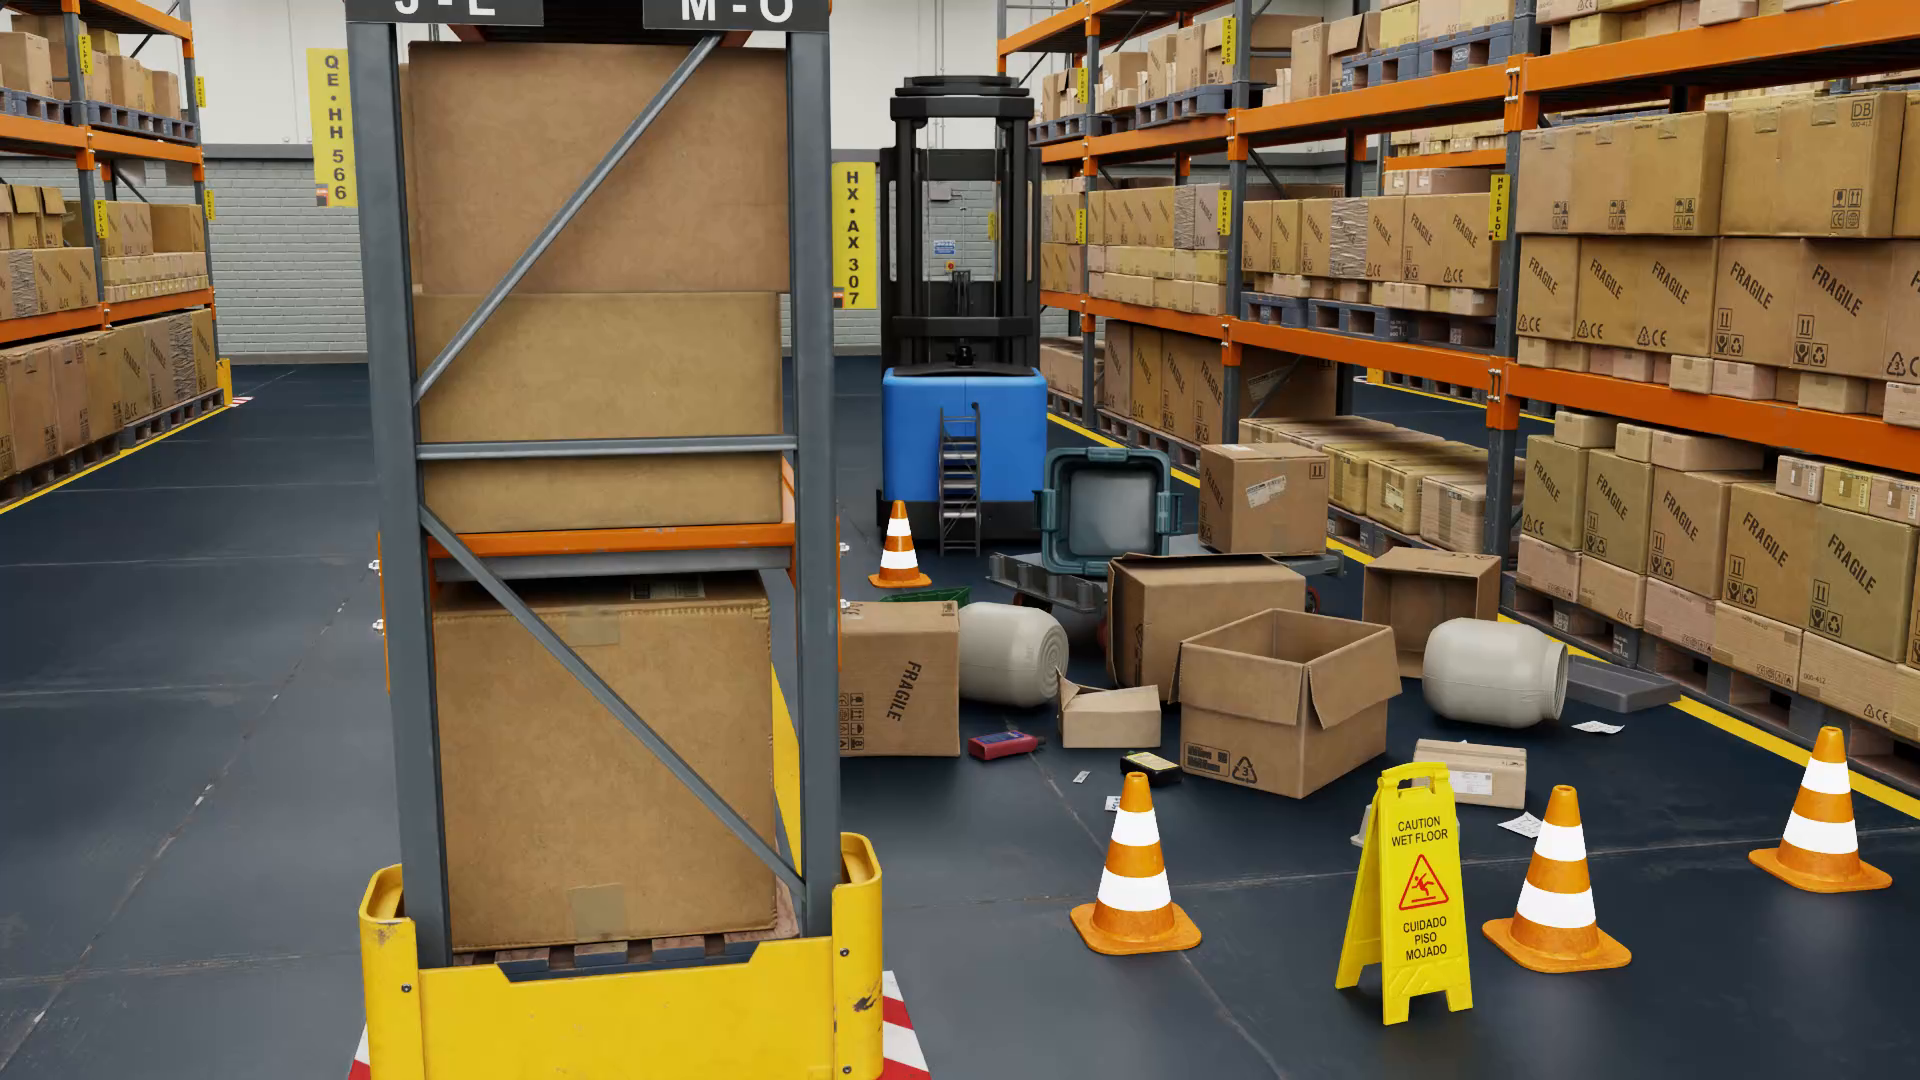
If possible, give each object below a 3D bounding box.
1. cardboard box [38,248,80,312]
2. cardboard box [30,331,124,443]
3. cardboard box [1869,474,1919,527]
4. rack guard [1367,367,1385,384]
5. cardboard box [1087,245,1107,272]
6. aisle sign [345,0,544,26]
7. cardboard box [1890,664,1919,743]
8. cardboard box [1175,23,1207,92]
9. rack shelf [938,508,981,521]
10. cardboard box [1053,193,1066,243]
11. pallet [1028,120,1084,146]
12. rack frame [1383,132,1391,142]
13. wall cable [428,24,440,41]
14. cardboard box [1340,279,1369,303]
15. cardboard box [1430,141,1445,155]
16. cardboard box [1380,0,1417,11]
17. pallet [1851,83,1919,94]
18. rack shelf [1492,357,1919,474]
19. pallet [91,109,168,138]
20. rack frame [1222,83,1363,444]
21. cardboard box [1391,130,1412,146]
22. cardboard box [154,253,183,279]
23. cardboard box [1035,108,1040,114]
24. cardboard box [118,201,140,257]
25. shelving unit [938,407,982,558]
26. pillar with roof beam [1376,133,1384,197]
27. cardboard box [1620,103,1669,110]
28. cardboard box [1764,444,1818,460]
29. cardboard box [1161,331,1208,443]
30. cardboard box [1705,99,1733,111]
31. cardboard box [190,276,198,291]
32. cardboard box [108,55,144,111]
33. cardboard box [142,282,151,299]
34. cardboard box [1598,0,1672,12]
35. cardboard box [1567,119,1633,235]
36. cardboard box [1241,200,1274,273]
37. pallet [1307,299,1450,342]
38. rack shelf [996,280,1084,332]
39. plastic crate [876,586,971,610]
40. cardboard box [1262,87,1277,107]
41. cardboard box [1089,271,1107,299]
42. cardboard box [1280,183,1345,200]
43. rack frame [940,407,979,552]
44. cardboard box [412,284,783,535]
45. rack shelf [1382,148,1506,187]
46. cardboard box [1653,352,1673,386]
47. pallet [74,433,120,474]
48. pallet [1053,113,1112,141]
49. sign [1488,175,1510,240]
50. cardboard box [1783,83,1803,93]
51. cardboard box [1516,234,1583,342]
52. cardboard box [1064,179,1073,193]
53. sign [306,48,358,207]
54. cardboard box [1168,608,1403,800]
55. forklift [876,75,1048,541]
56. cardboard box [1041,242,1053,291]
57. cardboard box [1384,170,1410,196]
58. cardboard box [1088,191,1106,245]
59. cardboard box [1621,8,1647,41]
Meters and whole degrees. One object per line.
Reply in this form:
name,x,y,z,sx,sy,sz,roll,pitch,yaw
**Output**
cardboard box,-7.555,-2.124,13.568,0.500,0.500,0.500,-2,11,-9
cardboard box,-7.859,-1.288,14.000,1.225,0.875,0.875,-2,11,-11
cardboard box,3.502,-0.146,5.934,0.380,0.149,0.250,-2,11,-9
rack guard,5.822,-2.275,21.314,1.175,0.500,0.348,-2,11,-11
cardboard box,1.526,-2.683,15.837,0.500,0.250,0.500,-2,11,-13
aisle sign,-1.065,-1.456,3.372,0.394,0.787,0.004,-2,11,-11
cardboard box,3.625,0.600,5.752,0.500,0.250,0.500,-2,11,-11
cardboard box,2.116,-3.772,13.081,0.700,0.500,0.500,-3,11,-14
rack shelf,-0.001,-0.143,10.182,0.258,0.077,0.200,0,11,-1
cardboard box,1.264,-3.313,17.137,0.500,0.500,0.500,-2,11,-12
pallet,1.335,-4.406,18.039,1.003,0.211,1.213,-2,11,-11
rack frame,5.807,-6.464,20.593,1.000,3.000,0.127,-2,11,-11
wall cable,-6.500,-8.666,23.554,2.277,5.999,0.120,-2,11,-11
cardboard box,2.643,-1.587,10.562,0.380,0.149,0.250,-2,11,-9
cardboard box,5.757,-4.608,19.536,0.380,0.149,0.250,-2,11,-11
cardboard box,2.815,-3.275,9.799,0.500,0.250,0.500,-2,11,-10
pallet,7.583,-3.310,12.545,1.213,0.211,1.003,-2,11,-8
rack shelf,3.662,-0.415,6.778,1.077,0.370,4.000,-2,11,-11
pallet,-8.386,-4.046,16.145,1.003,0.211,1.213,-2,11,-11
rack frame,2.495,-1.869,12.493,1.000,3.000,0.127,-2,11,-11
cardboard box,5.626,-4.972,20.379,0.500,0.250,0.500,-2,11,-12
cardboard box,-8.230,-2.783,16.899,0.500,0.250,0.500,-3,11,-13
cardboard box,1.115,-4.912,19.470,0.500,0.250,0.500,-3,11,-16
cardboard box,-7.934,-2.871,15.356,0.500,0.500,0.500,-2,11,-11
shelving unit,-0.001,-0.353,10.142,0.258,0.900,0.210,0,11,-1
pillar with roof beam,1.944,-6.835,22.540,9.100,9.000,0.400,-2,11,-11
cardboard box,6.454,-4.133,15.646,0.380,0.149,0.250,-2,11,-12
cardboard box,3.752,-0.167,7.777,0.500,0.500,0.500,-2,11,-10
cardboard box,2.273,-1.325,14.194,0.875,0.875,0.875,-2,11,-10
cardboard box,6.829,-3.719,14.593,0.500,0.250,0.500,-2,11,-11
cardboard box,-8.289,-2.705,17.558,0.380,0.149,0.250,-2,11,-11
cardboard box,-8.277,-4.361,15.908,0.700,0.500,0.500,-2,11,-9
cardboard box,-7.941,-2.377,15.832,0.380,0.149,0.250,-2,11,-12
cardboard box,3.200,-2.496,7.373,0.500,0.250,0.500,-2,11,-11
cardboard box,3.224,-1.639,7.546,0.700,0.500,0.500,-2,11,-11
cardboard box,2.356,-2.179,11.938,0.500,0.500,0.500,-2,11,-13
pallet,2.920,-1.413,10.611,1.003,0.211,1.213,-2,11,-11
rack shelf,1.328,-2.616,18.342,1.077,0.370,4.000,-2,11,-11
plastic crate,-0.244,0.401,7.936,0.450,0.188,0.662,-7,8,20
cardboard box,2.390,-3.155,11.900,0.380,0.149,0.250,-2,11,-11
cardboard box,1.544,-2.438,15.887,0.500,0.250,0.500,-2,11,-12
cardboard box,2.639,-2.508,12.912,0.500,0.500,0.500,-2,11,-13
rack frame,-0.004,-0.372,10.242,0.240,0.900,0.006,0,11,-1
cardboard box,-0.901,-0.343,4.076,0.875,0.550,0.550,-2,11,-11
rack shelf,6.196,-4.271,19.013,1.077,0.370,4.000,-2,11,-11
cardboard box,3.298,-0.756,7.317,0.380,0.149,0.250,-2,11,-11
pallet,-7.779,-0.733,13.985,1.003,0.211,1.213,-2,11,-11
pallet,1.568,-4.183,16.865,1.003,0.211,1.213,-2,11,-11
sign,2.729,-1.683,8.421,0.100,0.325,0.005,-2,11,-11
cardboard box,7.027,-3.750,13.690,0.380,0.149,0.250,-2,11,-12
cardboard box,3.085,-1.240,8.124,0.500,0.500,0.500,-2,11,-11
cardboard box,1.295,-3.650,17.177,0.380,0.149,0.250,-2,11,-11
sign,-1.320,-0.871,3.520,0.100,0.325,0.005,-2,11,-11
cardboard box,1.226,0.595,6.226,0.637,0.503,0.797,9,14,38
forklift,-0.002,-1.654,11.550,1.130,2.935,3.031,0,11,-1
cardboard box,1.159,-2.913,17.712,0.500,0.500,0.500,-2,11,-12
cardboard box,2.739,-2.107,9.824,0.380,0.149,0.250,-3,11,-13
cardboard box,1.521,-3.052,15.765,0.500,0.500,0.500,-2,11,-10
cardboard box,3.246,-2.328,7.553,0.380,0.149,0.250,-2,11,-11
